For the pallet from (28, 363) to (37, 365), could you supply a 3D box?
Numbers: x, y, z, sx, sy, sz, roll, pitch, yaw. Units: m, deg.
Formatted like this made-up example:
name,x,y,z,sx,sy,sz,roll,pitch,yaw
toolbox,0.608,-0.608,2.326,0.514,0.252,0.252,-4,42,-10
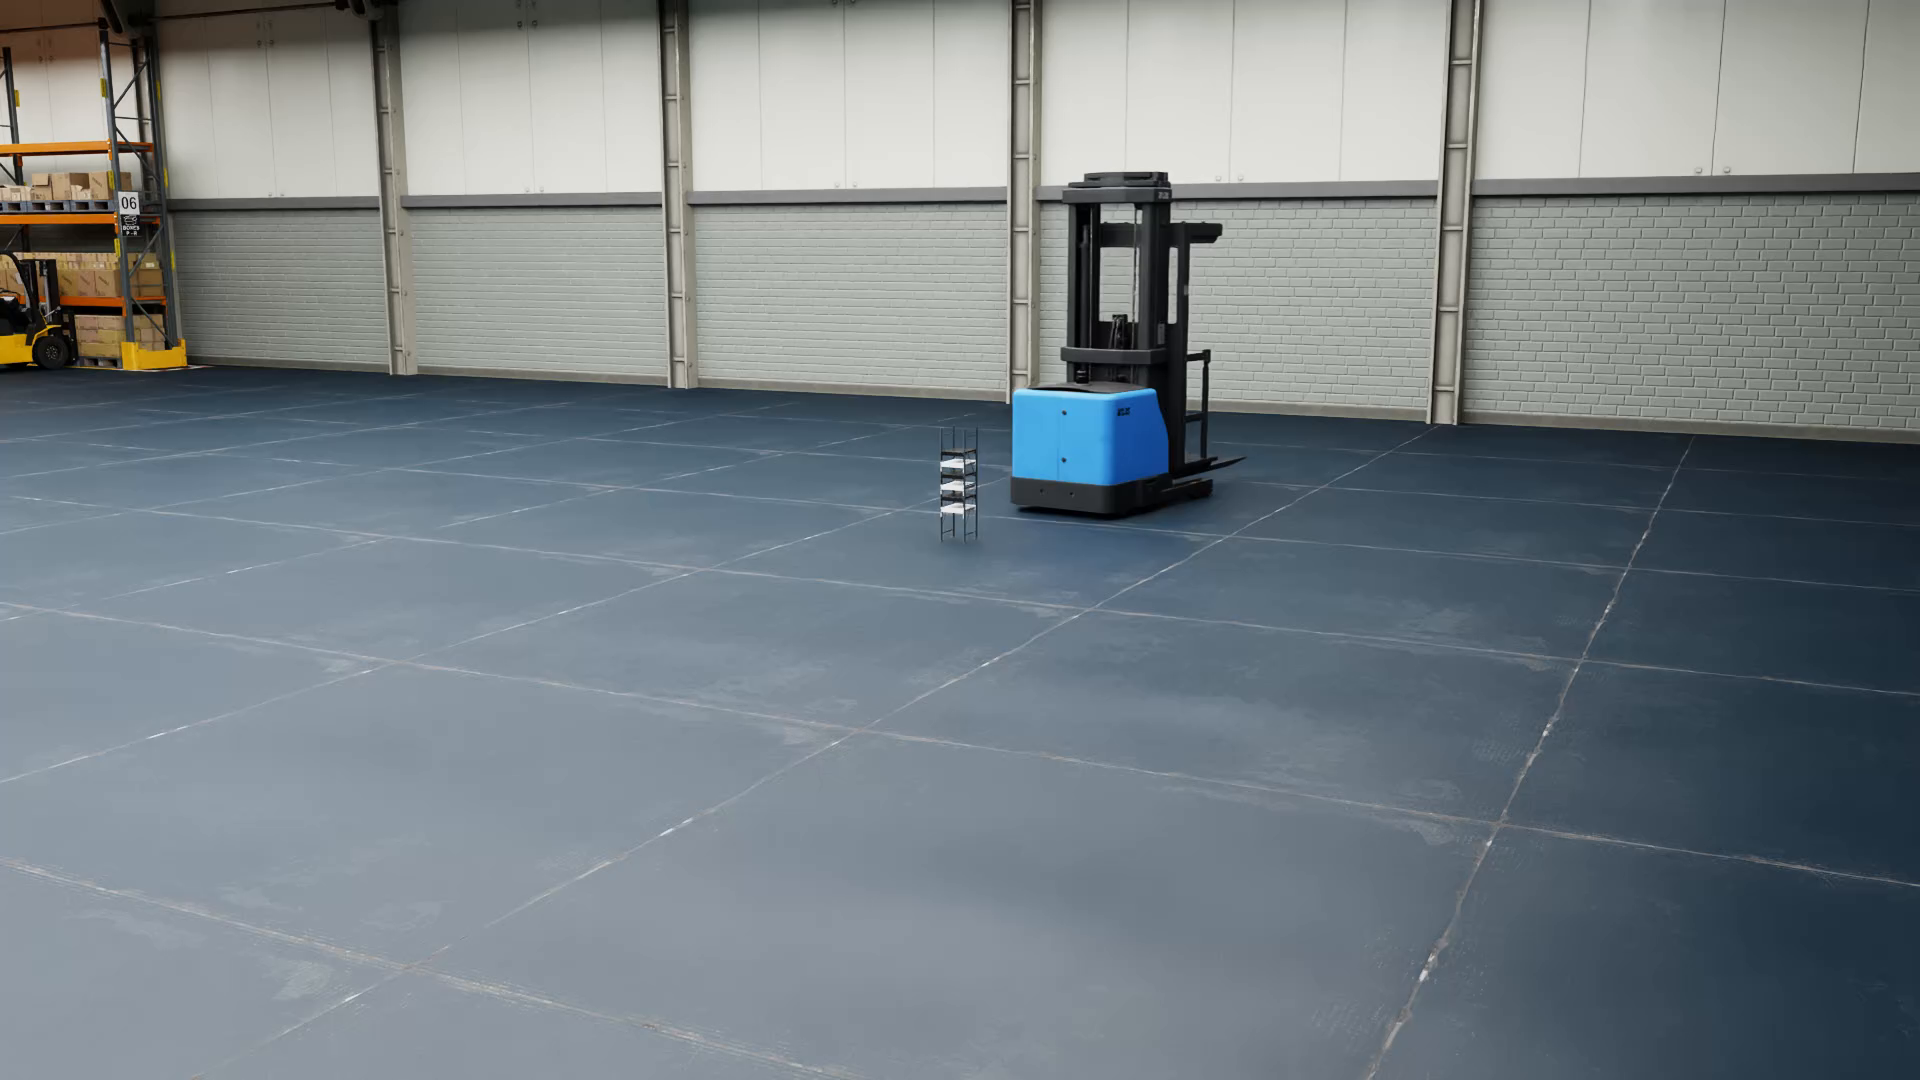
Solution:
name,x,y,z,sx,sy,sz,roll,pitch,yaw
pallet,-17.896,-3.563,32.323,1.213,0.211,1.003,5,11,26

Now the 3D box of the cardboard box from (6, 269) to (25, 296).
name,x,y,z,sx,sy,sz,roll,pitch,yaw
cardboard box,-17.834,-4.938,31.813,0.500,0.500,0.500,5,12,27

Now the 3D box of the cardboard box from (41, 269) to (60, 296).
name,x,y,z,sx,sy,sz,roll,pitch,yaw
cardboard box,-16.938,-4.856,31.356,0.500,0.500,0.500,5,11,26

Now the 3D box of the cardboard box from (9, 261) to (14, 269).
name,x,y,z,sx,sy,sz,roll,pitch,yaw
cardboard box,-17.942,-5.269,31.820,0.250,0.149,0.380,5,11,26

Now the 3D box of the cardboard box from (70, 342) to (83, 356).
name,x,y,z,sx,sy,sz,roll,pitch,yaw
cardboard box,-16.451,-3.611,31.300,0.500,0.250,0.500,5,11,26

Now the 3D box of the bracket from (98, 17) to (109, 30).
name,x,y,z,sx,sy,sz,roll,pitch,yaw
bracket,-15.758,-9.587,30.827,0.430,0.232,0.235,5,11,26

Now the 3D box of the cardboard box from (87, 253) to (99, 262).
name,x,y,z,sx,sy,sz,roll,pitch,yaw
cardboard box,-15.900,-5.229,30.763,0.250,0.149,0.380,5,12,27

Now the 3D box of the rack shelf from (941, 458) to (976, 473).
name,x,y,z,sx,sy,sz,roll,pitch,yaw
rack shelf,-0.007,-0.588,13.127,0.200,0.077,0.258,5,11,26

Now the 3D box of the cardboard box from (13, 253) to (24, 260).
name,x,y,z,sx,sy,sz,roll,pitch,yaw
cardboard box,-17.744,-5.385,31.624,0.250,0.149,0.380,5,12,27

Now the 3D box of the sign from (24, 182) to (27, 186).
name,x,y,z,sx,sy,sz,roll,pitch,yaw
sign,-18.347,-6.862,32.628,0.005,0.325,0.100,5,11,26

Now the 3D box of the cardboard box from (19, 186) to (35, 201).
name,x,y,z,sx,sy,sz,roll,pitch,yaw
cardboard box,-17.394,-6.505,31.242,0.258,0.266,0.396,5,11,24

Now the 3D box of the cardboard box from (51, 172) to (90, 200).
name,x,y,z,sx,sy,sz,roll,pitch,yaw
cardboard box,-16.383,-6.563,30.906,0.500,0.500,0.700,5,11,26

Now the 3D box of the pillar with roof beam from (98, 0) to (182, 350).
name,x,y,z,sx,sy,sz,roll,pitch,yaw
pillar with roof beam,-17.134,-7.152,27.481,0.548,9.000,9.100,5,11,26

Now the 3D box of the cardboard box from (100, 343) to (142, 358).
name,x,y,z,sx,sy,sz,roll,pitch,yaw
cardboard box,-15.565,-3.529,30.849,0.500,0.250,0.500,5,11,26

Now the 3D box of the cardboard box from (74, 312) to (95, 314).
name,x,y,z,sx,sy,sz,roll,pitch,yaw
cardboard box,-16.701,-4.224,31.882,0.500,0.250,0.500,5,11,25

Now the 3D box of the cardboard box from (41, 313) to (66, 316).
name,x,y,z,sx,sy,sz,roll,pitch,yaw
cardboard box,-17.390,-4.182,31.651,0.500,0.250,0.500,5,12,28

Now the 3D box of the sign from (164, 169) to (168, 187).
name,x,y,z,sx,sy,sz,roll,pitch,yaw
sign,-14.753,-6.722,30.851,0.005,0.325,0.100,5,11,26

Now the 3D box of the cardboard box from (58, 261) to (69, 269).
name,x,y,z,sx,sy,sz,roll,pitch,yaw
cardboard box,-16.600,-5.137,31.090,0.250,0.149,0.380,5,11,26

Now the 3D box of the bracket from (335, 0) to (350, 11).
name,x,y,z,sx,sy,sz,roll,pitch,yaw
bracket,-10.378,-9.114,28.215,0.430,0.232,0.235,5,11,26

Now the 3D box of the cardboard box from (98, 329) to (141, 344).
name,x,y,z,sx,sy,sz,roll,pitch,yaw
cardboard box,-15.578,-3.777,30.815,0.500,0.250,0.500,5,11,25

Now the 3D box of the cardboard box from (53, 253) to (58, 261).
name,x,y,z,sx,sy,sz,roll,pitch,yaw
cardboard box,-16.796,-5.318,31.256,0.250,0.149,0.380,5,11,27

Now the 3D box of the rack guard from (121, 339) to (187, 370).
name,x,y,z,sx,sy,sz,roll,pitch,yaw
rack guard,-14.982,-3.457,30.928,0.348,0.500,1.175,5,11,26

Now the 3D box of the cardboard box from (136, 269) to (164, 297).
name,x,y,z,sx,sy,sz,roll,pitch,yaw
cardboard box,-15.325,-4.822,31.168,0.500,0.500,0.500,5,12,28

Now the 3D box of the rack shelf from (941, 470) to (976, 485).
name,x,y,z,sx,sy,sz,roll,pitch,yaw
rack shelf,-0.007,-0.499,13.144,0.200,0.077,0.258,5,11,26

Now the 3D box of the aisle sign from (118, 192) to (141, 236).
name,x,y,z,sx,sy,sz,roll,pitch,yaw
aisle sign,-15.075,-5.916,30.197,0.004,0.787,0.394,5,11,26

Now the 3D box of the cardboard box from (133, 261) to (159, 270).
name,x,y,z,sx,sy,sz,roll,pitch,yaw
cardboard box,-15.193,-5.126,31.026,0.250,0.149,0.380,5,11,24

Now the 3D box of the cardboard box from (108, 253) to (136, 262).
name,x,y,z,sx,sy,sz,roll,pitch,yaw
cardboard box,-15.418,-5.198,30.593,0.250,0.149,0.380,5,11,26

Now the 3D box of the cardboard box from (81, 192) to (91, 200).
name,x,y,z,sx,sy,sz,roll,pitch,yaw
cardboard box,-15.881,-6.314,30.518,0.250,0.149,0.380,5,11,24

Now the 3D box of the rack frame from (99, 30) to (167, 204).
name,x,y,z,sx,sy,sz,roll,pitch,yaw
rack frame,-15.004,-7.641,30.182,0.127,3.000,1.000,5,11,26

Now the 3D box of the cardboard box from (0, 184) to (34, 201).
name,x,y,z,sx,sy,sz,roll,pitch,yaw
cardboard box,-17.953,-6.588,31.575,0.500,0.311,0.500,5,12,27

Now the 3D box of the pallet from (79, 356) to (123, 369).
name,x,y,z,sx,sy,sz,roll,pitch,yaw
pallet,-15.708,-3.371,31.261,1.213,0.211,1.003,5,11,26

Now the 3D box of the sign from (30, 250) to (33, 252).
name,x,y,z,sx,sy,sz,roll,pitch,yaw
sign,-18.347,-5.558,32.864,0.005,0.325,0.100,5,11,26

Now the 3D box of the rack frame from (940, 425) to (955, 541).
name,x,y,z,sx,sy,sz,roll,pitch,yaw
rack frame,-0.098,-0.451,13.198,0.006,0.900,0.240,5,11,26

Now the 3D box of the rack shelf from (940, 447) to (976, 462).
name,x,y,z,sx,sy,sz,roll,pitch,yaw
rack shelf,-0.007,-0.676,13.111,0.200,0.077,0.258,5,11,26

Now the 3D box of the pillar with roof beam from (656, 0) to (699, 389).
name,x,y,z,sx,sy,sz,roll,pitch,yaw
pillar with roof beam,-6.373,-6.207,22.257,0.400,9.000,9.100,5,11,26

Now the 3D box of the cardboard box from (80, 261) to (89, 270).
name,x,y,z,sx,sy,sz,roll,pitch,yaw
cardboard box,-16.104,-5.107,30.923,0.250,0.149,0.380,5,11,25

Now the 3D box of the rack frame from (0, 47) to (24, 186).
name,x,y,z,sx,sy,sz,roll,pitch,yaw
rack frame,-18.591,-7.956,31.923,0.127,3.000,1.000,5,11,26

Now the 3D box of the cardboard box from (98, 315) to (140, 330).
name,x,y,z,sx,sy,sz,roll,pitch,yaw
cardboard box,-15.555,-4.021,30.760,0.500,0.250,0.500,5,12,28

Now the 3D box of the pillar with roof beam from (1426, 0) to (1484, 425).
name,x,y,z,sx,sy,sz,roll,pitch,yaw
pillar with roof beam,4.389,-5.261,17.032,0.400,9.000,9.100,5,11,26

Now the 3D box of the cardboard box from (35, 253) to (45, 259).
name,x,y,z,sx,sy,sz,roll,pitch,yaw
cardboard box,-17.246,-5.358,31.473,0.250,0.149,0.380,5,11,26

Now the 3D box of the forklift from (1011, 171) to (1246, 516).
name,x,y,z,sx,sy,sz,roll,pitch,yaw
forklift,1.702,-1.862,15.286,1.130,2.935,3.031,7,12,34

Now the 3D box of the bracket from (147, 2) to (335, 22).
name,x,y,z,sx,sy,sz,roll,pitch,yaw
bracket,-12.688,-9.317,29.337,4.783,0.066,0.076,5,11,26

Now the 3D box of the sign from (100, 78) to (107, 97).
name,x,y,z,sx,sy,sz,roll,pitch,yaw
sign,-15.256,-8.054,29.619,0.005,0.325,0.100,5,11,26

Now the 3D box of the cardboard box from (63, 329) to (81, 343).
name,x,y,z,sx,sy,sz,roll,pitch,yaw
cardboard box,-16.496,-3.856,31.249,0.500,0.250,0.500,5,11,25

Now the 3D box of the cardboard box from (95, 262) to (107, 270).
name,x,y,z,sx,sy,sz,roll,pitch,yaw
cardboard box,-15.681,-5.055,30.638,0.250,0.149,0.380,5,12,27

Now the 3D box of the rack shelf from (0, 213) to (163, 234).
name,x,y,z,sx,sy,sz,roll,pitch,yaw
rack shelf,-16.797,-5.969,31.384,4.000,0.370,1.077,5,11,26

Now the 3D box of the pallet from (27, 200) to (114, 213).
name,x,y,z,sx,sy,sz,roll,pitch,yaw
pallet,-16.724,-6.277,31.318,1.213,0.211,1.003,5,11,26

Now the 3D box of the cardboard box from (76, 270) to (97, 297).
name,x,y,z,sx,sy,sz,roll,pitch,yaw
cardboard box,-16.022,-4.777,30.924,0.500,0.500,0.500,5,12,28

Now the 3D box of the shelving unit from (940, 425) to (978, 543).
name,x,y,z,sx,sy,sz,roll,pitch,yaw
shelving unit,-0.007,-0.443,13.154,0.210,0.900,0.258,5,11,26

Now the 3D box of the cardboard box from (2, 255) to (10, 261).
name,x,y,z,sx,sy,sz,roll,pitch,yaw
cardboard box,-18.154,-5.443,31.945,0.250,0.149,0.380,5,11,27

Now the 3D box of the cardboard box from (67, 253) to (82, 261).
name,x,y,z,sx,sy,sz,roll,pitch,yaw
cardboard box,-16.373,-5.263,30.952,0.250,0.149,0.380,5,12,27

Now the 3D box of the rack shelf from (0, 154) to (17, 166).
name,x,y,z,sx,sy,sz,roll,pitch,yaw
rack shelf,-20.384,-7.563,32.894,4.000,0.370,1.077,5,11,26

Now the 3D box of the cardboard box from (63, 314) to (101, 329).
name,x,y,z,sx,sy,sz,roll,pitch,yaw
cardboard box,-16.472,-4.099,31.188,0.500,0.250,0.500,5,11,27

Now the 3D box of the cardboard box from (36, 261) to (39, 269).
name,x,y,z,sx,sy,sz,roll,pitch,yaw
cardboard box,-17.286,-5.200,31.437,0.250,0.149,0.380,5,11,24
